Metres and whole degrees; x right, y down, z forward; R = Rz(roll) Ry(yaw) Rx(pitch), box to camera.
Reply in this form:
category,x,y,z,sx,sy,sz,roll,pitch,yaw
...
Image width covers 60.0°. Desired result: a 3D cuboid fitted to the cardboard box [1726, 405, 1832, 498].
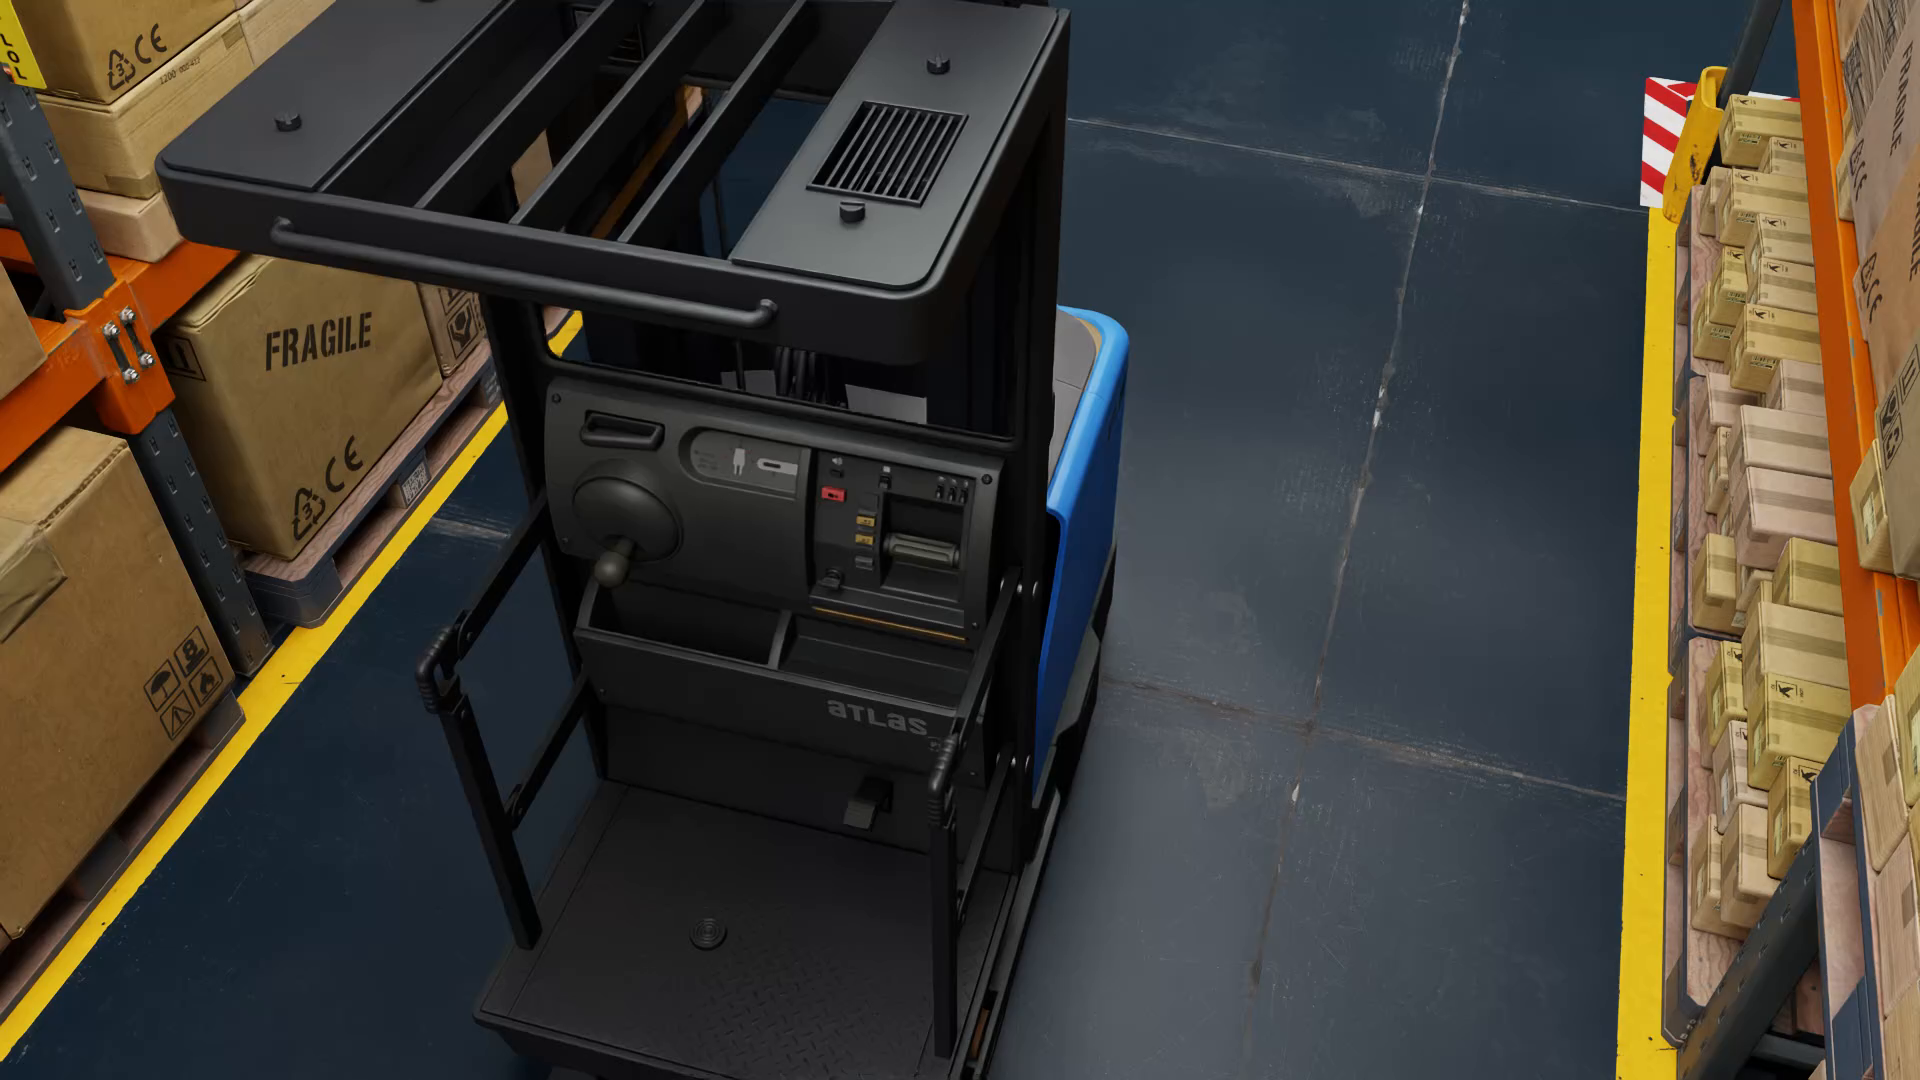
category,x,y,z,sx,sy,sz,roll,pitch,yaw
cardboard box,2.363,-0.216,4.639,0.380,0.149,0.250,11,45,11

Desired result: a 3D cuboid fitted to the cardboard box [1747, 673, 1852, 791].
category,x,y,z,sx,sy,sz,roll,pitch,yaw
cardboard box,2.078,0.490,3.917,0.380,0.149,0.250,13,46,13

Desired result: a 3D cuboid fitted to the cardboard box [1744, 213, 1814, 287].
category,x,y,z,sx,sy,sz,roll,pitch,yaw
cardboard box,2.744,-0.895,5.332,0.380,0.149,0.250,10,45,11

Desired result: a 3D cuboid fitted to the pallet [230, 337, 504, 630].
category,x,y,z,sx,sy,sz,roll,pitch,yaw
pallet,-2.213,-0.307,5.412,1.003,0.211,1.213,13,46,13

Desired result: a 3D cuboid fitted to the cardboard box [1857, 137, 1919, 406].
category,x,y,z,sx,sy,sz,roll,pitch,yaw
cardboard box,2.214,-0.565,3.399,0.500,0.500,0.500,11,46,11

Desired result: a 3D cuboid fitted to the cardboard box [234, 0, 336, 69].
category,x,y,z,sx,sy,sz,roll,pitch,yaw
cardboard box,-1.971,-1.454,4.485,0.500,0.250,0.500,12,46,12

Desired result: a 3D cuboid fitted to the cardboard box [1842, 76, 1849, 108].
category,x,y,z,sx,sy,sz,roll,pitch,yaw
cardboard box,2.654,-1.243,4.555,0.380,0.149,0.250,12,46,12

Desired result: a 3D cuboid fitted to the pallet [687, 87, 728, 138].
category,x,y,z,sx,sy,sz,roll,pitch,yaw
pallet,-1.474,-1.933,7.074,1.003,0.211,1.213,13,46,13

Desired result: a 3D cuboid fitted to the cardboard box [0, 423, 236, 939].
category,x,y,z,sx,sy,sz,roll,pitch,yaw
cardboard box,-2.693,0.227,4.092,1.225,0.875,0.875,13,46,13

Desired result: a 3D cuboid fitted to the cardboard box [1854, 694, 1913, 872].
category,x,y,z,sx,sy,sz,roll,pitch,yaw
cardboard box,1.621,0.410,2.566,0.380,0.149,0.250,11,45,11

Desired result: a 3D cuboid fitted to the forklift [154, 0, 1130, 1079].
category,x,y,z,sx,sy,sz,roll,pitch,yaw
forklift,-0.436,0.038,3.115,1.130,2.935,3.031,11,45,11

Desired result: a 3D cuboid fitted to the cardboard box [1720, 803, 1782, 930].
category,x,y,z,sx,sy,sz,roll,pitch,yaw
cardboard box,1.971,0.790,3.823,0.380,0.149,0.250,13,46,13

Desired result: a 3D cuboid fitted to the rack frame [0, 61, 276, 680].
category,x,y,z,sx,sy,sz,roll,pitch,yaw
rack frame,-2.518,-0.813,3.936,1.000,3.000,0.127,13,46,13

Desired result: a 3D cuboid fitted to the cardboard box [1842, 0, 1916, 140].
category,x,y,z,sx,sy,sz,roll,pitch,yaw
cardboard box,2.544,-1.236,4.084,0.500,0.500,0.500,11,46,11

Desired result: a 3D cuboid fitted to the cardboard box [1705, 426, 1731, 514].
category,x,y,z,sx,sy,sz,roll,pitch,yaw
cardboard box,2.471,-0.177,5.024,0.380,0.149,0.250,13,46,13

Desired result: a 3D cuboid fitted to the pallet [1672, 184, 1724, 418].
category,x,y,z,sx,sy,sz,roll,pitch,yaw
pallet,3.087,-0.780,5.896,1.003,0.211,1.213,13,46,13

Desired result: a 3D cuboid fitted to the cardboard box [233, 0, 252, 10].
category,x,y,z,sx,sy,sz,roll,pitch,yaw
cardboard box,-1.973,-1.725,4.227,0.500,0.500,0.500,13,46,13

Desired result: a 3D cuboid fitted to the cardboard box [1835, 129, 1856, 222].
category,x,y,z,sx,sy,sz,roll,pitch,yaw
cardboard box,2.447,-0.903,4.207,0.380,0.149,0.250,13,46,13

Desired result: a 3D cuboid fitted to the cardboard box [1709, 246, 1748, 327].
category,x,y,z,sx,sy,sz,roll,pitch,yaw
cardboard box,2.679,-0.803,5.452,0.380,0.149,0.250,14,46,14

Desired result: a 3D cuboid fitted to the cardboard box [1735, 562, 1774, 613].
category,x,y,z,sx,sy,sz,roll,pitch,yaw
cardboard box,2.333,0.105,4.524,0.380,0.149,0.250,14,46,13

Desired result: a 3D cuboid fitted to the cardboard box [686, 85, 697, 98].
category,x,y,z,sx,sy,sz,roll,pitch,yaw
cardboard box,-1.424,-2.426,6.804,0.875,0.875,0.875,13,46,13

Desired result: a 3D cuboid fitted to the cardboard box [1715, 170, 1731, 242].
category,x,y,z,sx,sy,sz,roll,pitch,yaw
cardboard box,2.850,-1.133,5.789,0.380,0.149,0.250,12,46,12

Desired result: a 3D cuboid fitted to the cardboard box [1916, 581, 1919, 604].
category,x,y,z,sx,sy,sz,roll,pitch,yaw
cardboard box,2.042,0.155,3.127,0.380,0.149,0.250,12,46,12

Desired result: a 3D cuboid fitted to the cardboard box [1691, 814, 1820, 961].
category,x,y,z,sx,sy,sz,roll,pitch,yaw
cardboard box,1.973,0.840,3.985,0.380,0.149,0.250,13,46,13

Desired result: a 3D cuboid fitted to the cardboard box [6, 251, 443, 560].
category,x,y,z,sx,sy,sz,roll,pitch,yaw
cardboard box,-2.242,-0.627,4.965,0.875,0.875,0.875,13,46,13

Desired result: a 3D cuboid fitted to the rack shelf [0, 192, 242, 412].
category,x,y,z,sx,sy,sz,roll,pitch,yaw
rack shelf,-1.912,-1.889,5.550,1.077,0.370,4.000,13,46,13

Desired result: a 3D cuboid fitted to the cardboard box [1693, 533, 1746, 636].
category,x,y,z,sx,sy,sz,roll,pitch,yaw
cardboard box,2.286,0.150,4.690,0.380,0.149,0.250,12,46,12

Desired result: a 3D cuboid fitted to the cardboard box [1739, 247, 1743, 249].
category,x,y,z,sx,sy,sz,roll,pitch,yaw
cardboard box,2.856,-0.852,5.714,0.380,0.149,0.250,13,46,13

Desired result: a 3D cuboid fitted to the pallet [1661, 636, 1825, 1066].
category,x,y,z,sx,sy,sz,roll,pitch,yaw
pallet,2.348,0.847,4.234,1.003,0.211,1.213,13,46,13

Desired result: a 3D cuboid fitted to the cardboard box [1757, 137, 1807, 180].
category,x,y,z,sx,sy,sz,roll,pitch,yaw
cardboard box,2.939,-1.218,5.663,0.380,0.149,0.250,13,46,13

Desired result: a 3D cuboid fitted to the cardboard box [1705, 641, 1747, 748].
category,x,y,z,sx,sy,sz,roll,pitch,yaw
cardboard box,2.105,0.425,4.197,0.380,0.149,0.250,11,45,11

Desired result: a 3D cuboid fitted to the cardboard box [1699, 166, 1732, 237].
category,x,y,z,sx,sy,sz,roll,pitch,yaw
cardboard box,2.926,-1.211,6.081,0.380,0.149,0.250,13,46,13

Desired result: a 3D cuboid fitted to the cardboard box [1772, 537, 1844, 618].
category,x,y,z,sx,sy,sz,roll,pitch,yaw
cardboard box,2.299,0.166,4.248,0.380,0.149,0.250,14,46,14

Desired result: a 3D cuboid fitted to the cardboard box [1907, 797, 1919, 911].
category,x,y,z,sx,sy,sz,roll,pitch,yaw
cardboard box,1.544,0.477,2.285,0.380,0.149,0.250,12,46,12

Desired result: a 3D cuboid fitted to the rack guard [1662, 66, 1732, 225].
category,x,y,z,sx,sy,sz,roll,pitch,yaw
rack guard,3.367,-1.417,6.341,1.175,0.500,0.348,13,46,13

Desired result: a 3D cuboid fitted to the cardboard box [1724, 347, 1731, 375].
category,x,y,z,sx,sy,sz,roll,pitch,yaw
cardboard box,2.688,-0.515,5.369,0.380,0.149,0.250,13,46,13

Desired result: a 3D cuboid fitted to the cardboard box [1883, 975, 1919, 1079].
category,x,y,z,sx,sy,sz,roll,pitch,yaw
cardboard box,1.463,0.762,2.206,0.380,0.149,0.250,13,46,13

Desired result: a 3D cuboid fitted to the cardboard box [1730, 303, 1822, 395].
category,x,y,z,sx,sy,sz,roll,pitch,yaw
cardboard box,2.528,-0.546,4.976,0.380,0.149,0.250,13,46,13

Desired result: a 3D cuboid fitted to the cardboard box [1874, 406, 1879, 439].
category,x,y,z,sx,sy,sz,roll,pitch,yaw
cardboard box,2.154,-0.205,3.495,0.380,0.149,0.250,14,46,14

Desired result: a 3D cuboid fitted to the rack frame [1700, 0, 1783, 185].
category,x,y,z,sx,sy,sz,roll,pitch,yaw
rack frame,3.390,-2.361,5.518,1.000,3.000,0.127,13,46,13
